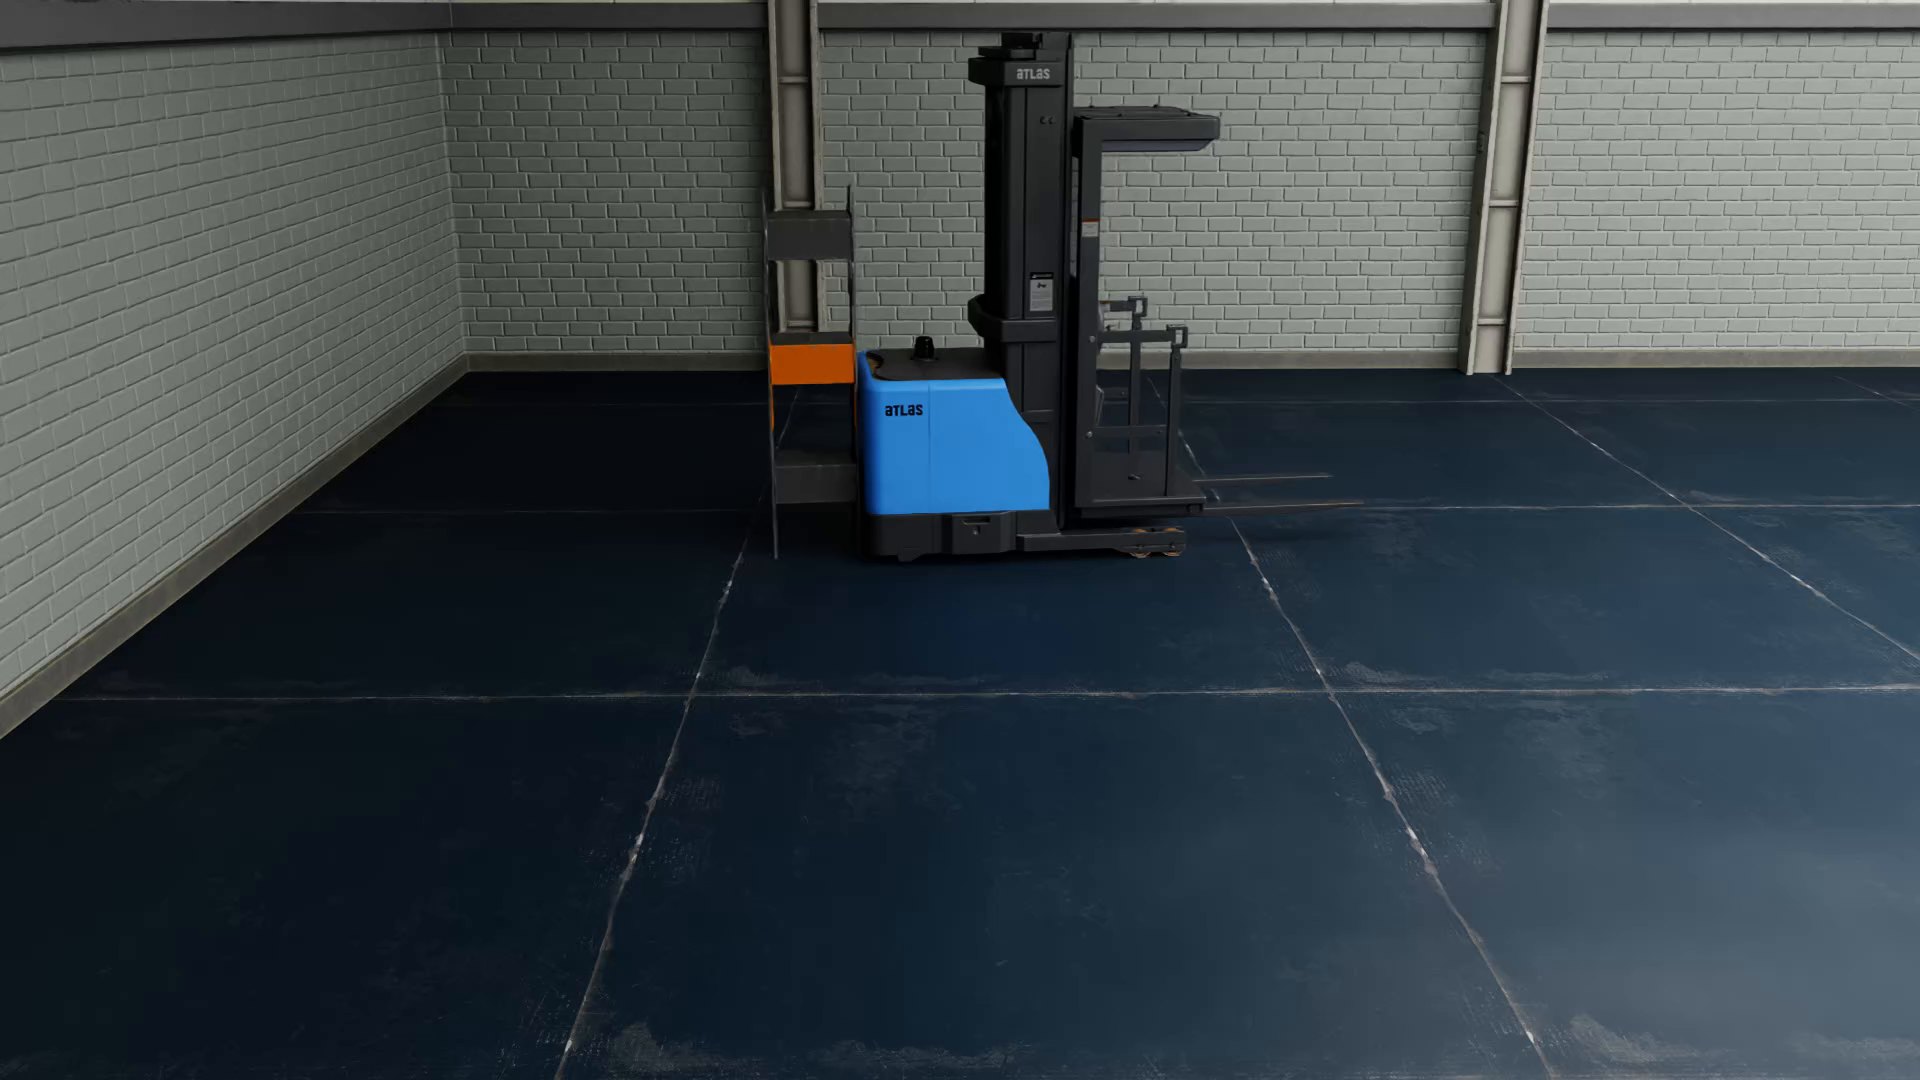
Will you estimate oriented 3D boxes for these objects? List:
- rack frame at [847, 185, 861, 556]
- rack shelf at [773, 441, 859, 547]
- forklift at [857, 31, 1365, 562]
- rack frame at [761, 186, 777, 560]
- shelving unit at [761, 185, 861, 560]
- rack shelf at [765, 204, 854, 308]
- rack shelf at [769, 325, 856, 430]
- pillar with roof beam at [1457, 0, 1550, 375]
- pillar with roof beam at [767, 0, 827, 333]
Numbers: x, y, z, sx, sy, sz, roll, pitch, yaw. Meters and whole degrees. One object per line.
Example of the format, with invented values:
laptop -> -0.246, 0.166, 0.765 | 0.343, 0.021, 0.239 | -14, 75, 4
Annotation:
rack frame -> -0.613, -0.964, 9.617 | 0.015, 2.100, 0.400 | -2, 18, -7
rack shelf -> -0.855, -0.276, 9.806 | 0.480, 0.518, 0.431 | -2, 18, -7
forklift -> 0.898, -1.449, 9.768 | 3.031, 2.935, 1.130 | -2, 18, -7
rack frame -> -1.097, -0.946, 9.558 | 0.015, 2.100, 0.400 | -2, 18, -7
shelving unit -> -0.855, -0.955, 9.588 | 0.503, 2.100, 0.431 | -2, 18, -7
rack shelf -> -0.855, -1.609, 9.378 | 0.480, 0.518, 0.431 | -2, 18, -7
rack shelf -> -0.855, -0.942, 9.592 | 0.480, 0.518, 0.431 | -2, 18, -7
pillar with roof beam -> 4.697, -4.465, 9.234 | 0.400, 9.000, 9.100 | 0, 18, -1
pillar with roof beam -> -1.302, -4.436, 9.144 | 0.400, 9.000, 9.100 | 0, 18, -1
